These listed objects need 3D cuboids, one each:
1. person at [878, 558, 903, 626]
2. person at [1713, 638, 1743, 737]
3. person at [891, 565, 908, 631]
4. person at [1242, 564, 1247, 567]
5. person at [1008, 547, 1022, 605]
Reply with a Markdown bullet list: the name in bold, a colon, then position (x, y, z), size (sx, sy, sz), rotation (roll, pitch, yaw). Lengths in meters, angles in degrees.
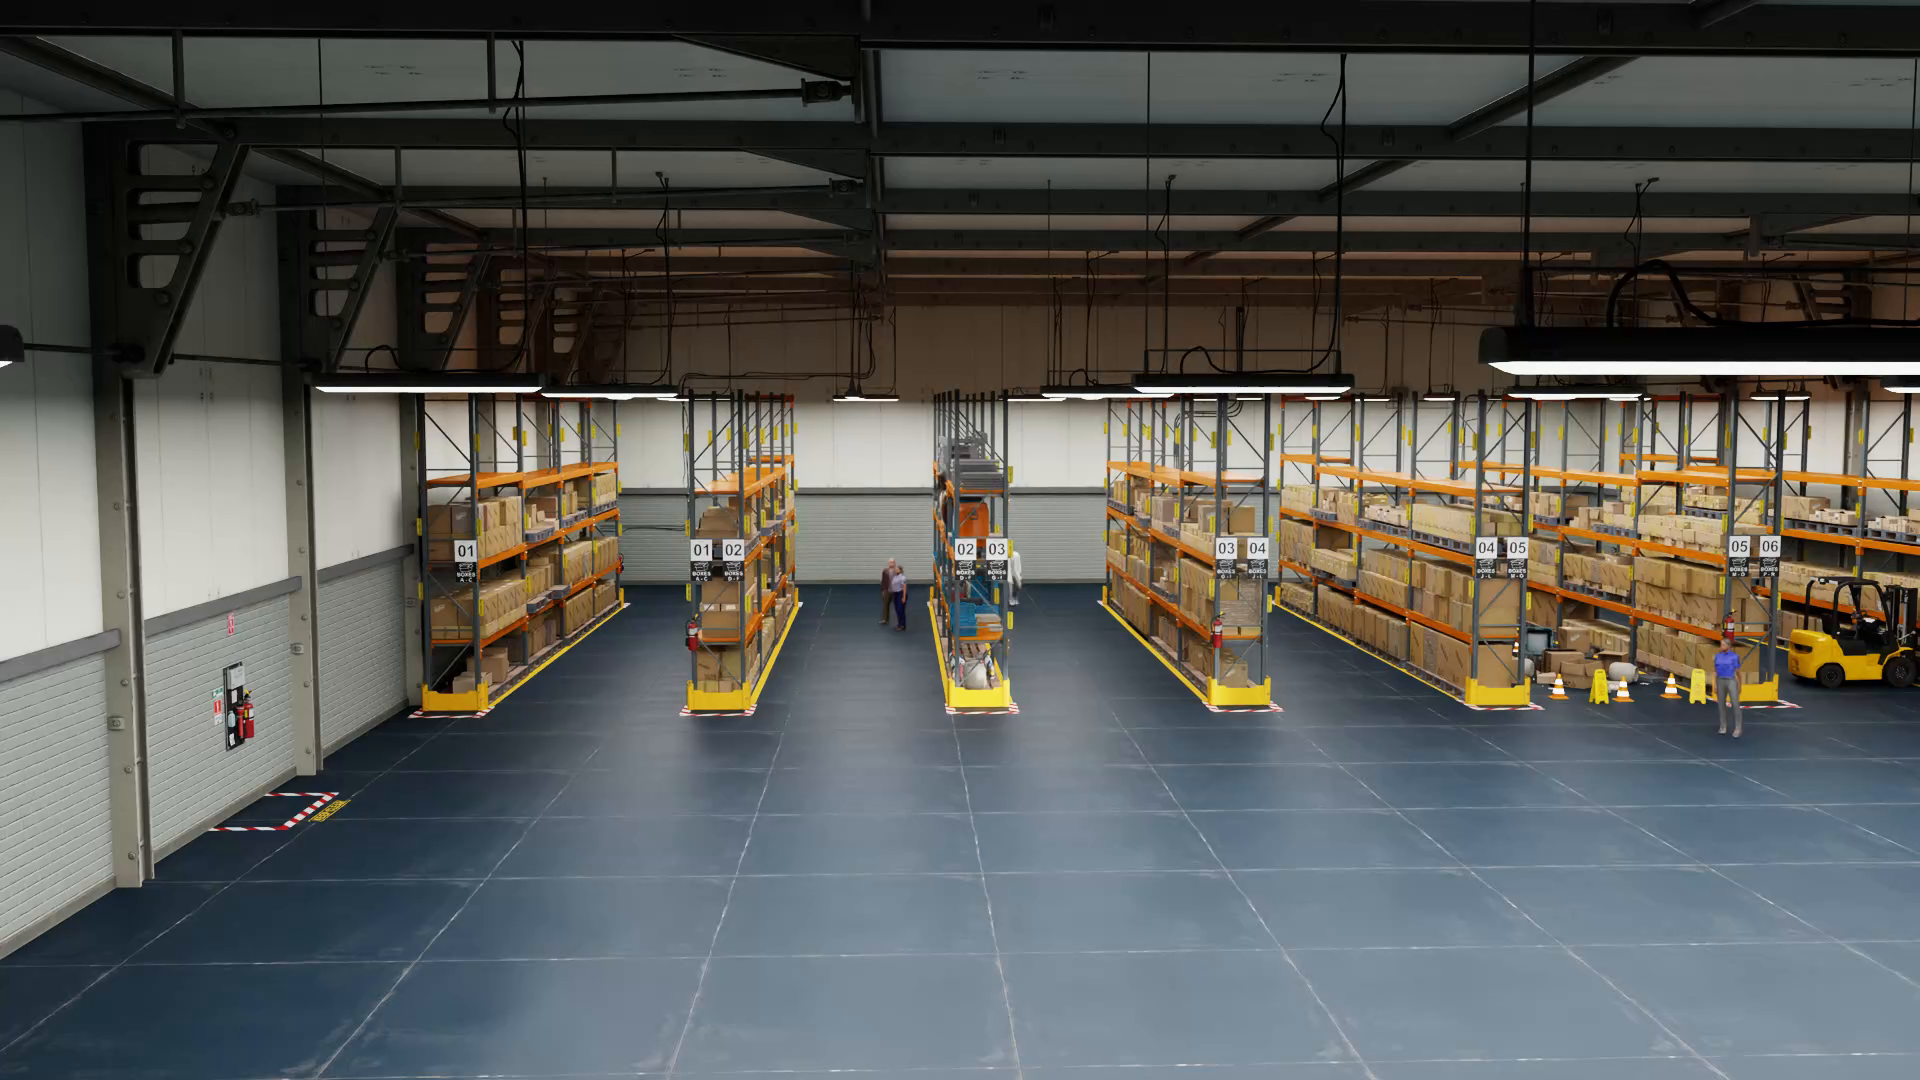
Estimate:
- **person**: position (-1.764, 1.336, 43.109), size (0.704, 1.729, 1.107), rotation (2, 5, 20)
- **person**: position (13.332, 2.542, 28.875), size (0.407, 1.673, 0.574), rotation (-4, 6, -42)
- **person**: position (-1.550, 1.467, 42.187), size (0.372, 1.643, 0.547), rotation (-3, 5, -31)
- **person**: position (7.974, 1.143, 45.946), size (0.578, 1.807, 0.878), rotation (0, 5, -2)
- **person**: position (1.456, 0.980, 47.141), size (0.647, 1.776, 0.486), rotation (-2, 5, -19)
